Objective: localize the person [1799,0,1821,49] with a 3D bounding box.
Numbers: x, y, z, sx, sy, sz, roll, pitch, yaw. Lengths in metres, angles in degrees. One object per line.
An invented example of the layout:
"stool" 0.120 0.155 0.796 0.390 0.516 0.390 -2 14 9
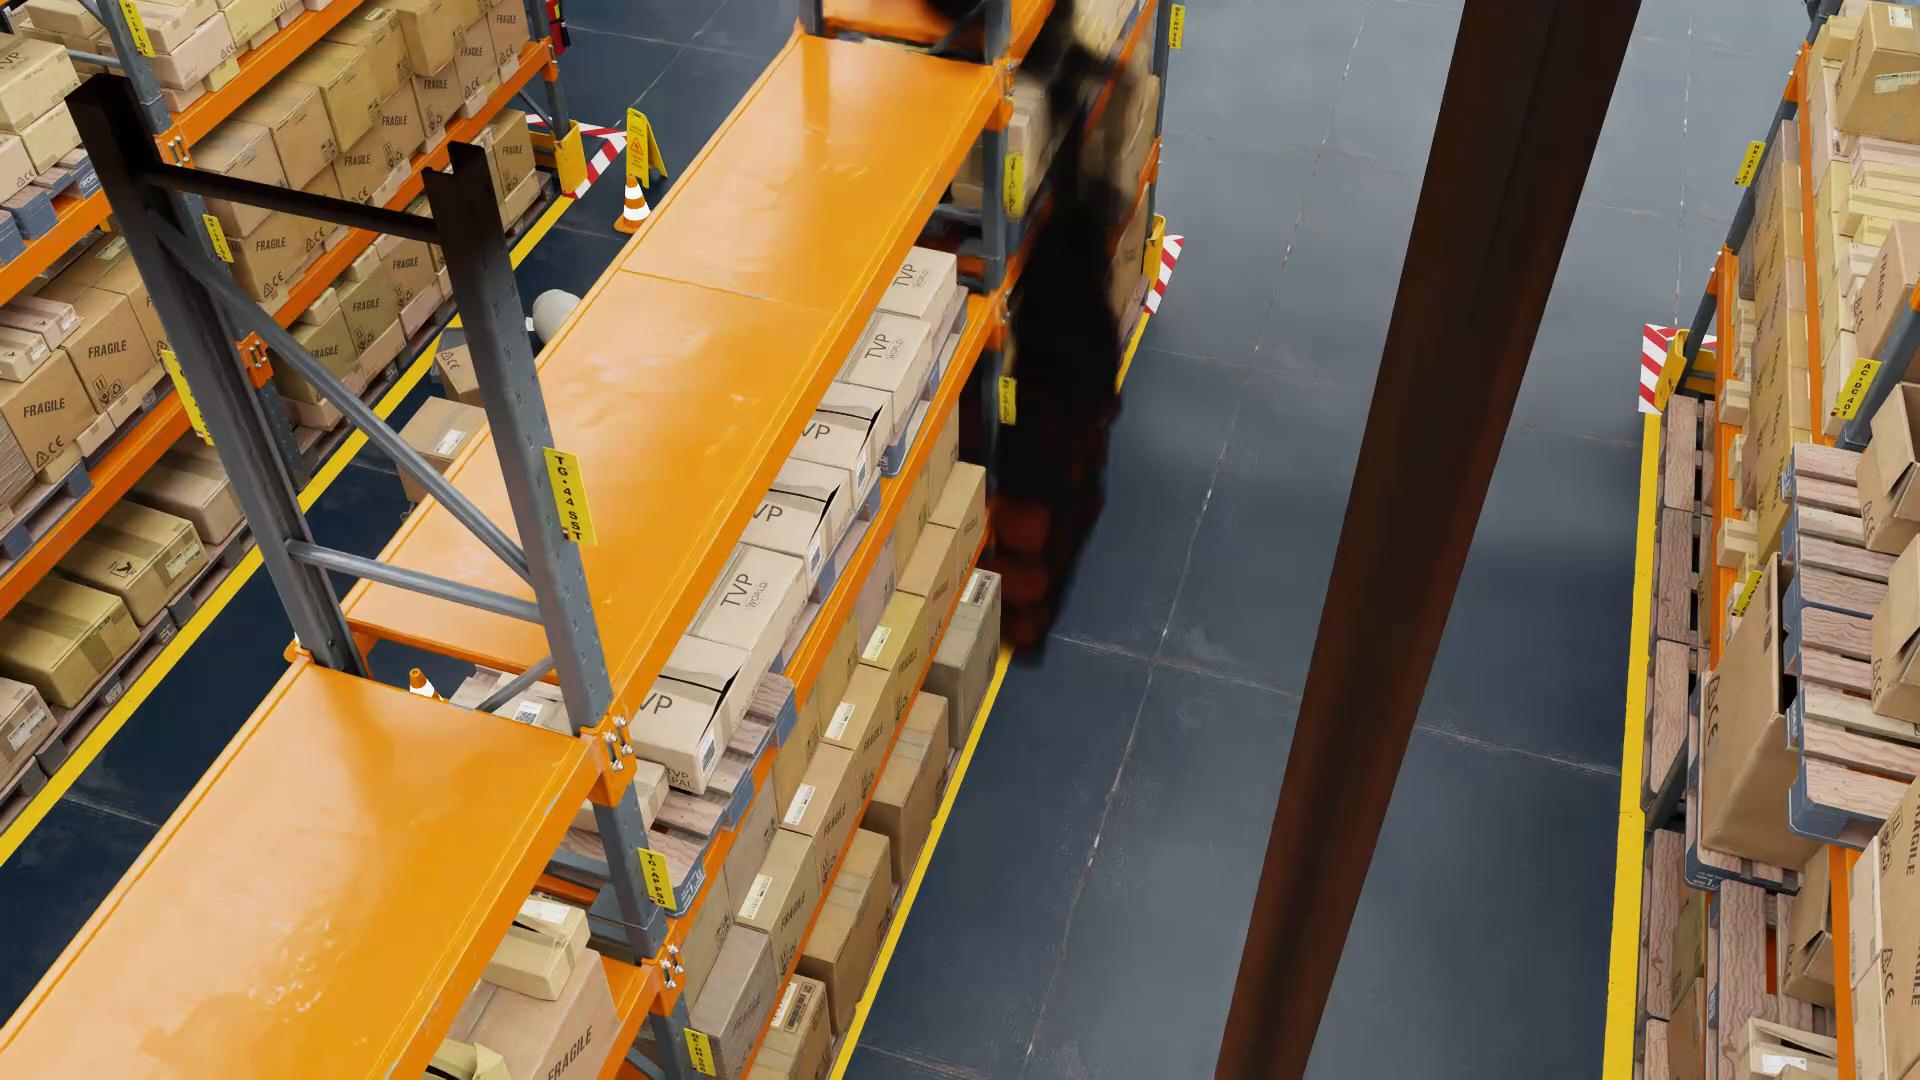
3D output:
"person" 7.919 -5.237 15.111 0.591 1.619 0.560 34 54 28
